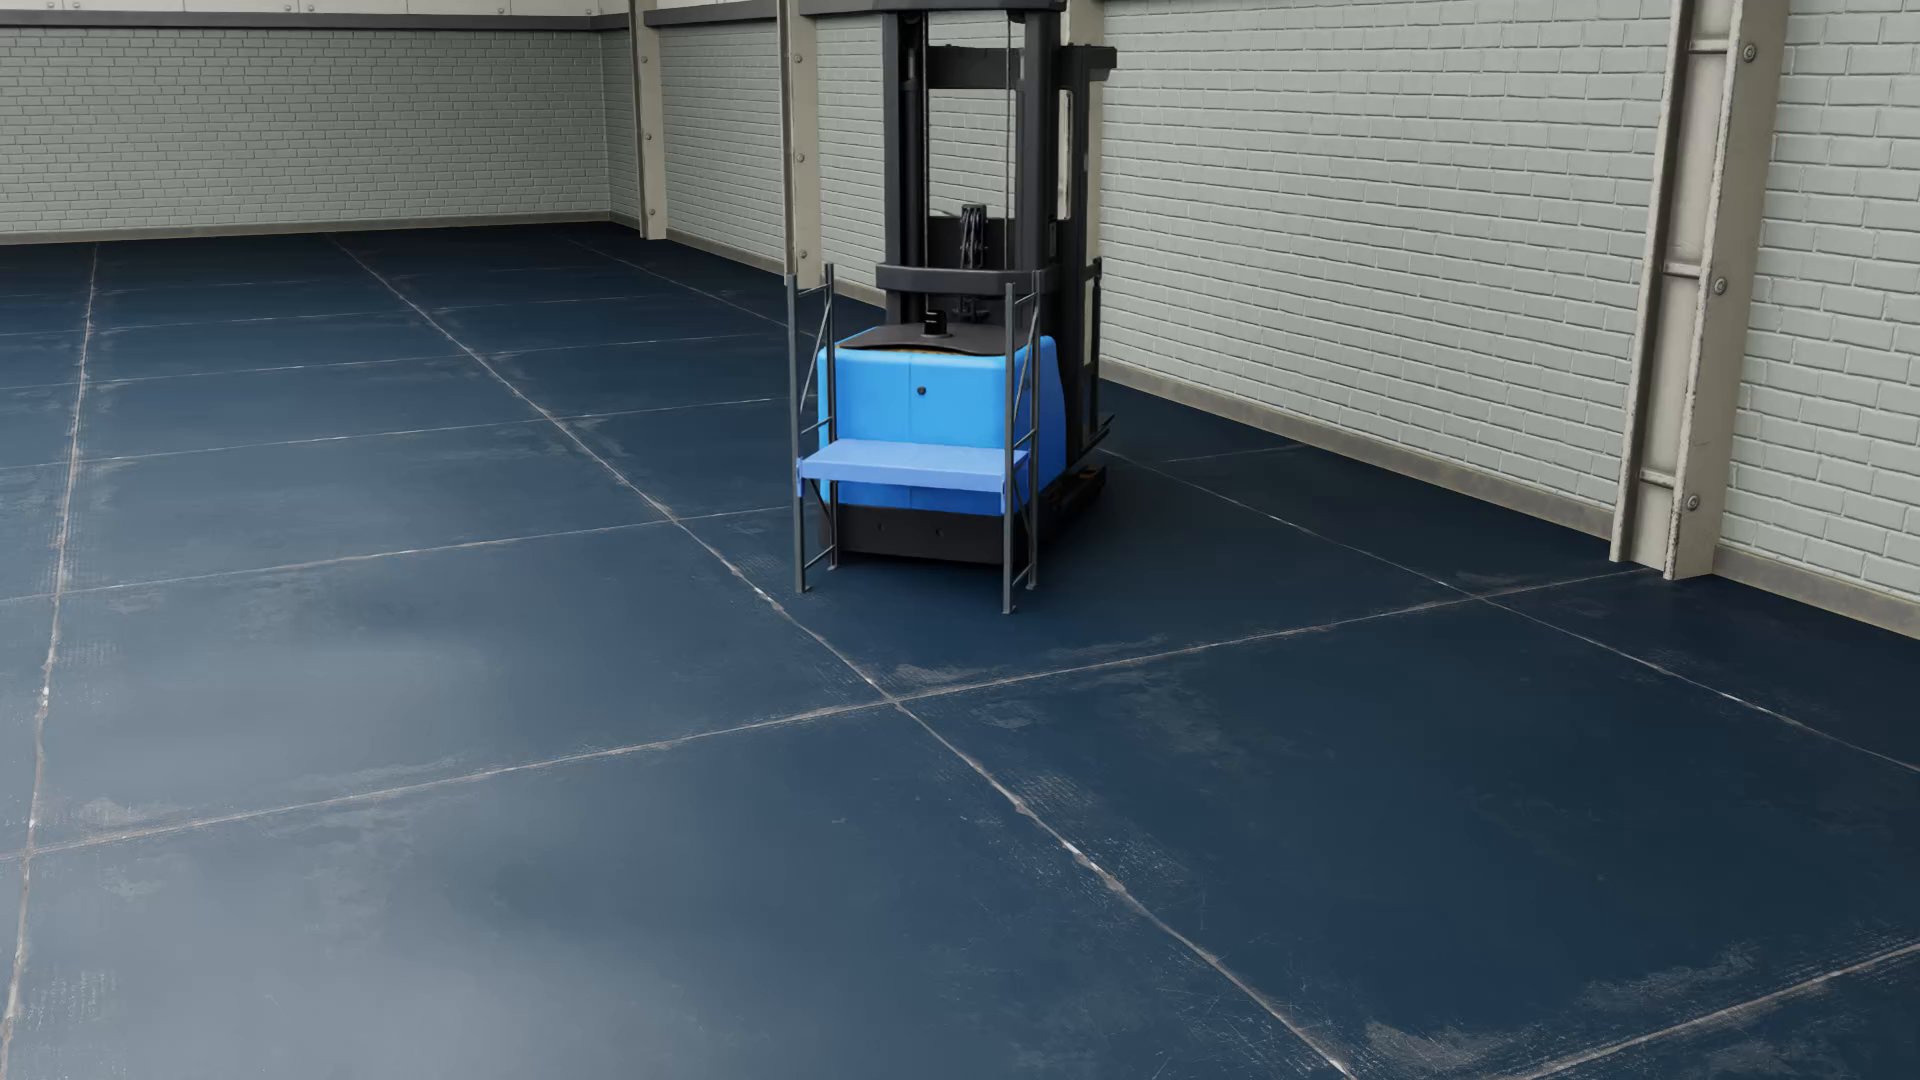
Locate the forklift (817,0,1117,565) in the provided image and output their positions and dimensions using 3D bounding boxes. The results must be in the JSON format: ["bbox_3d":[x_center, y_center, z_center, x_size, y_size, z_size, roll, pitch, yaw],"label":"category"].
[{"bbox_3d":[0.220,-1.654,9.200,1.130,2.935,3.031,5,17,17],"label":"forklift"}]

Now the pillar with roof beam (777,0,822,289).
[{"bbox_3d":[-5.624,-6.652,15.616,9.100,9.000,0.400,-8,18,-25],"label":"pillar with roof beam"}]

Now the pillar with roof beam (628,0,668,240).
[{"bbox_3d":[-8.253,-8.140,20.800,9.100,9.000,0.400,-8,18,-25],"label":"pillar with roof beam"}]

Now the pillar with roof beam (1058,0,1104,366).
[{"bbox_3d":[-2.996,-5.164,10.432,9.100,9.000,0.400,-8,18,-25],"label":"pillar with roof beam"}]

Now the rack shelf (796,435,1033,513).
[{"bbox_3d":[-0.201,-0.315,7.783,1.000,0.185,0.538,5,17,16],"label":"rack shelf"}]

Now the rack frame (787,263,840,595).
[{"bbox_3d":[-0.688,-0.529,7.876,0.032,1.500,0.500,5,17,16],"label":"rack frame"}]

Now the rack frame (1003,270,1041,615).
[{"bbox_3d":[0.285,-0.448,7.591,0.032,1.500,0.500,5,17,16],"label":"rack frame"}]

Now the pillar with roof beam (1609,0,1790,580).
[{"bbox_3d":[-0.367,-3.676,5.247,9.100,9.000,0.400,-8,18,-25],"label":"pillar with roof beam"}]

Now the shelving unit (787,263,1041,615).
[{"bbox_3d":[-0.201,-0.488,7.733,1.048,1.500,0.538,5,17,16],"label":"shelving unit"}]
